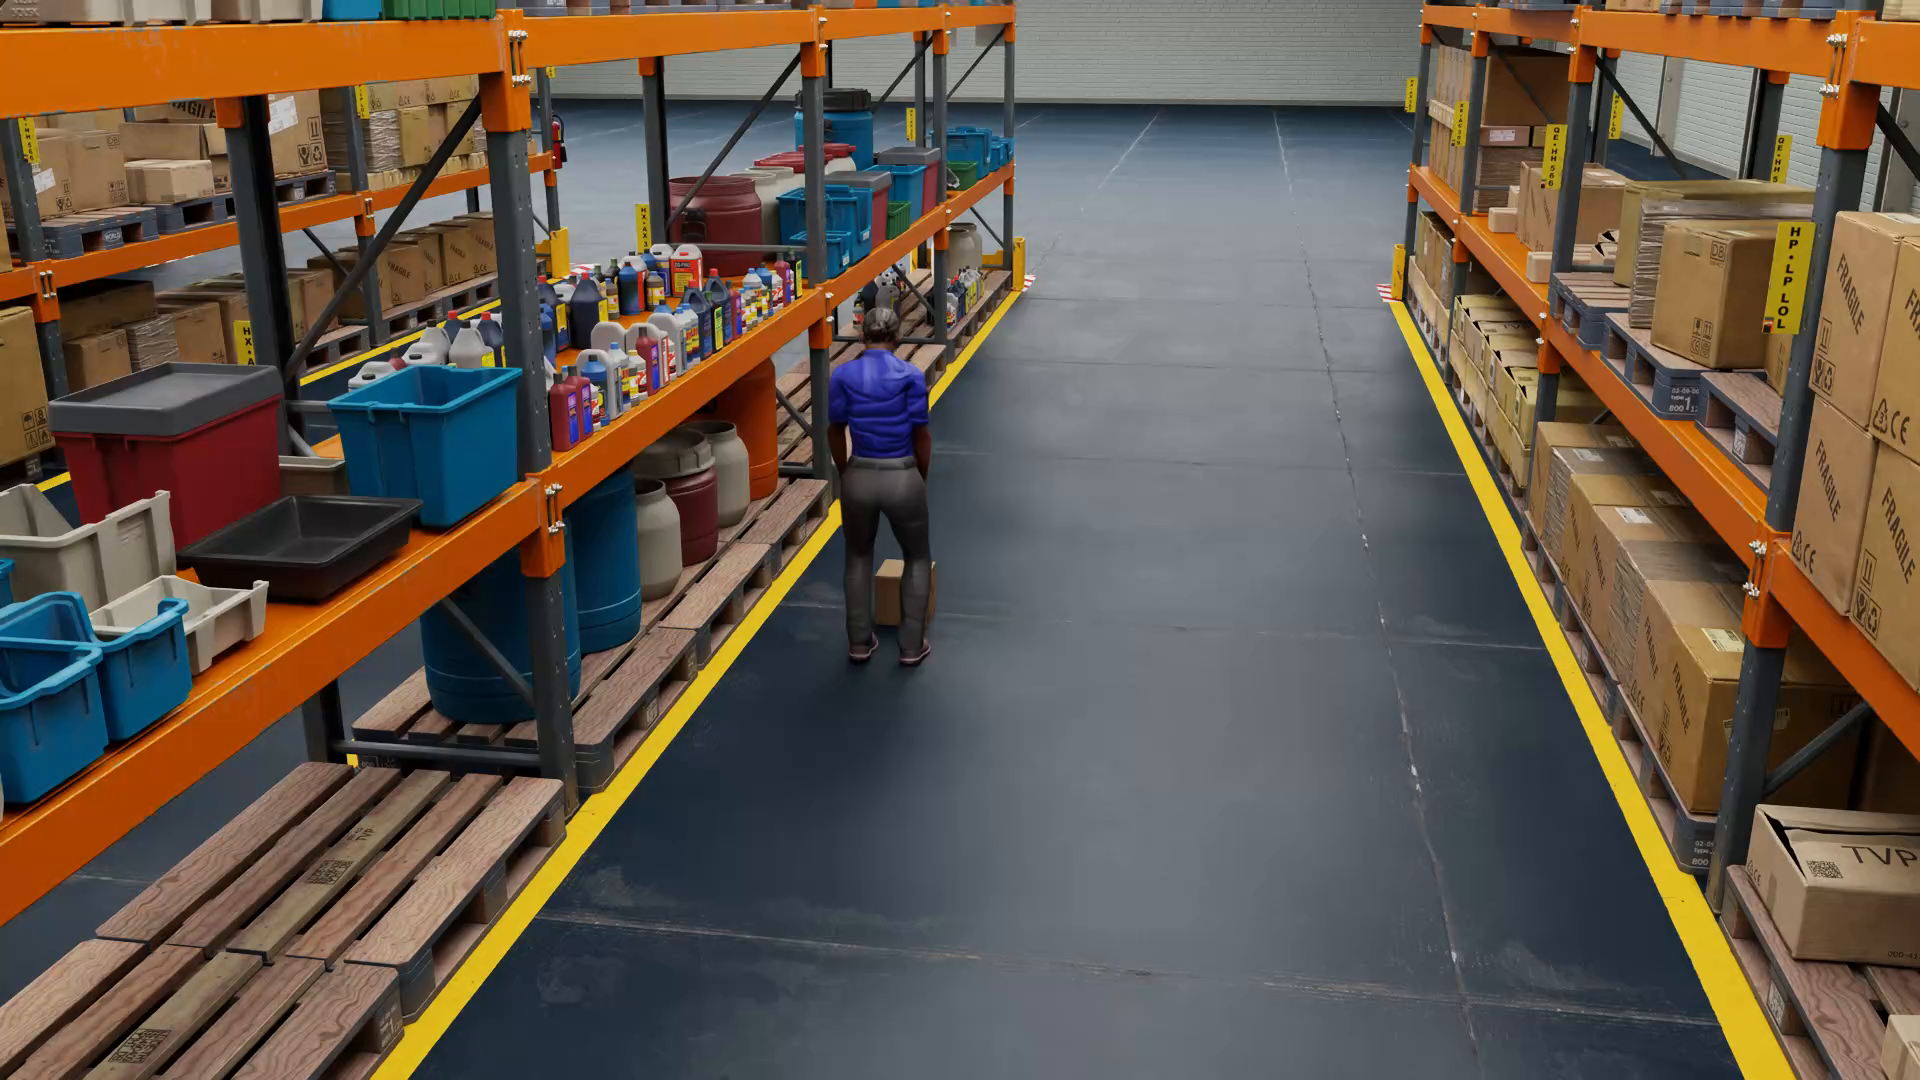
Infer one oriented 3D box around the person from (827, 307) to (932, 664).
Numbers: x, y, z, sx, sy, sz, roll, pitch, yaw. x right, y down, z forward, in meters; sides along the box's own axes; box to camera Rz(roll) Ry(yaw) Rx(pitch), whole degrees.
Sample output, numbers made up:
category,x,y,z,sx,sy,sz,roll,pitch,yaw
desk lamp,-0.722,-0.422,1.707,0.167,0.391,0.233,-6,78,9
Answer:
category,x,y,z,sx,sy,sz,roll,pitch,yaw
person,-0.360,-0.225,7.391,0.465,1.588,0.411,3,18,10
